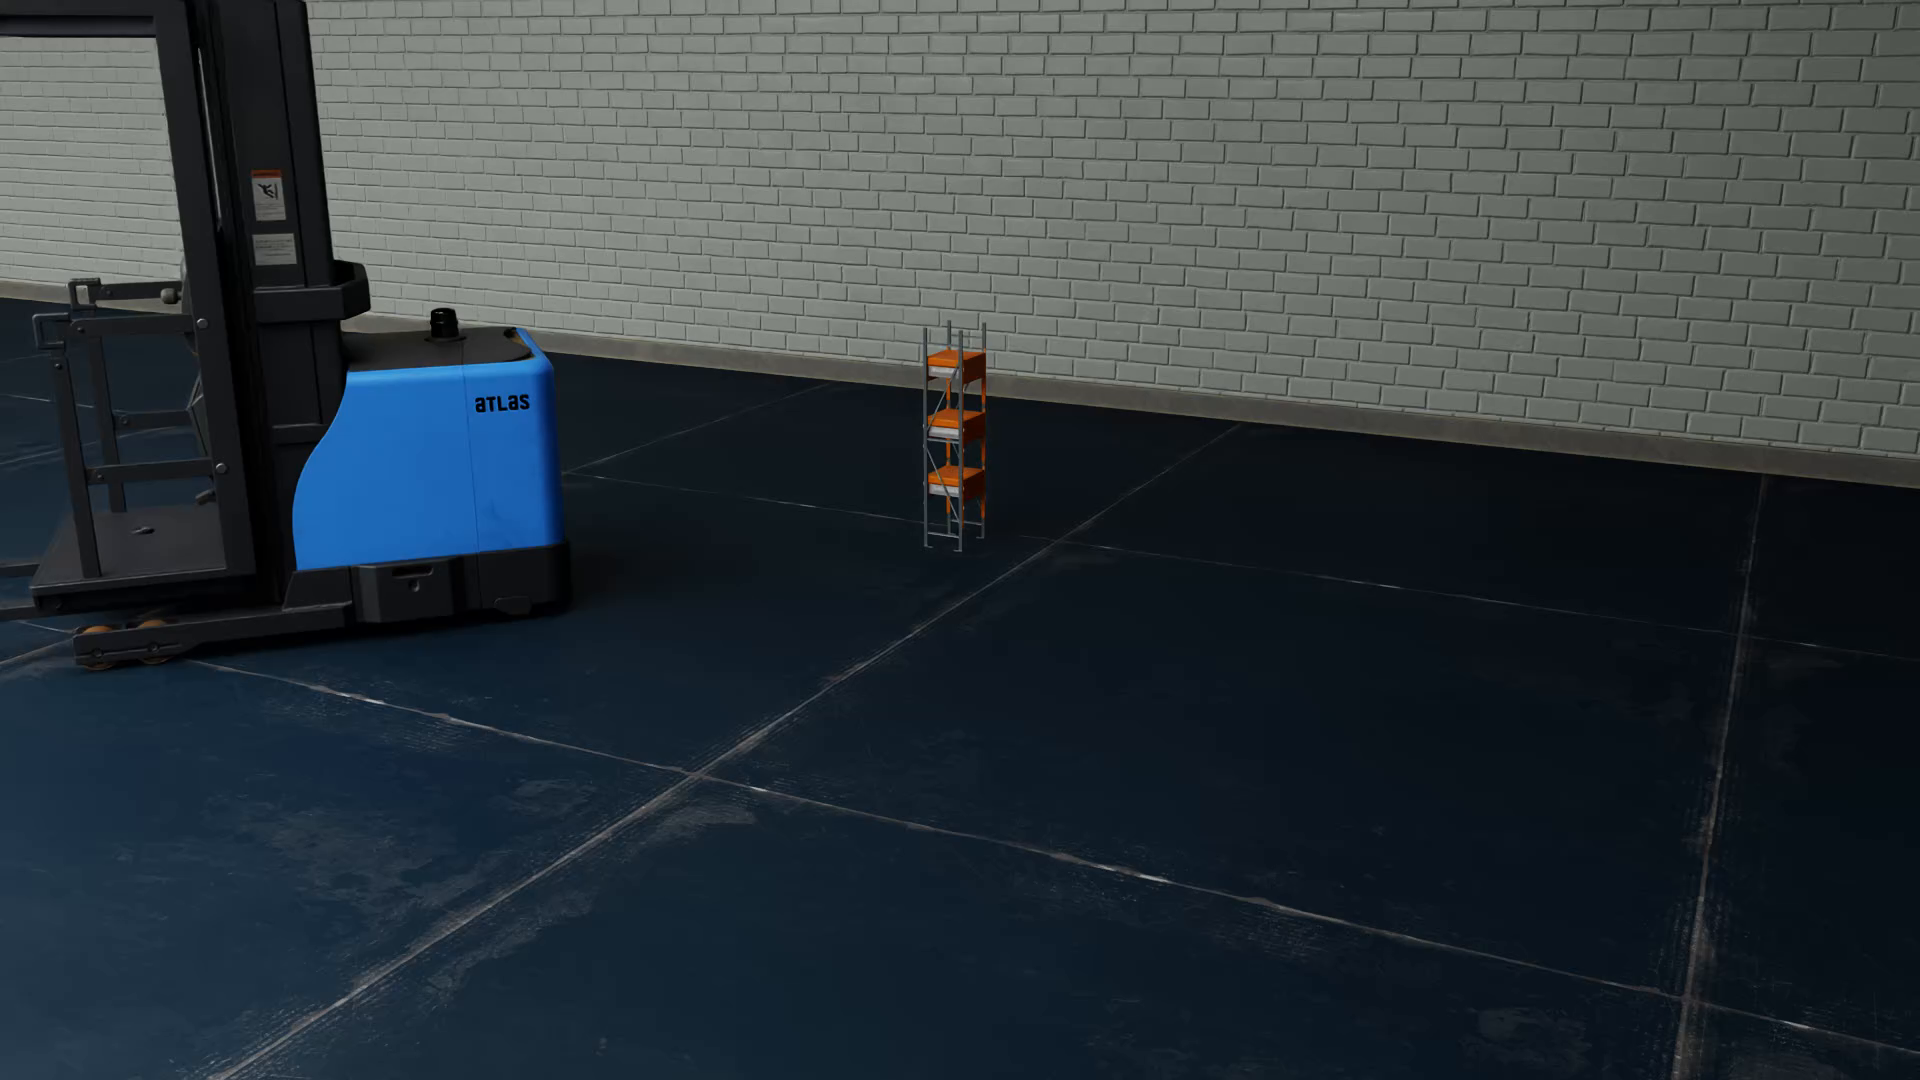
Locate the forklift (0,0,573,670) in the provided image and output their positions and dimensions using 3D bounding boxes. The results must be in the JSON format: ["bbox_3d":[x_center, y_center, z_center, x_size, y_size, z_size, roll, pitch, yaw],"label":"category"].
[{"bbox_3d":[-3.205,-1.077,6.503,3.031,2.935,1.130,-6,18,-20],"label":"forklift"}]

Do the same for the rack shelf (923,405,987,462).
[{"bbox_3d":[-0.024,-0.479,7.832,0.215,0.259,0.240,8,18,25],"label":"rack shelf"}]

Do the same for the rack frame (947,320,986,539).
[{"bbox_3d":[0.031,-0.521,7.934,0.200,1.050,0.008,8,18,25],"label":"rack frame"}]

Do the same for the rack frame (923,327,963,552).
[{"bbox_3d":[-0.078,-0.459,7.724,0.200,1.050,0.008,8,18,25],"label":"rack frame"}]

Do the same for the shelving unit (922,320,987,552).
[{"bbox_3d":[-0.024,-0.490,7.829,0.215,1.050,0.252,8,18,25],"label":"shelving unit"}]

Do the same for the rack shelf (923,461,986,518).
[{"bbox_3d":[-0.024,-0.213,7.911,0.215,0.259,0.240,8,18,25],"label":"rack shelf"}]

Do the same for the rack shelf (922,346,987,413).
[{"bbox_3d":[-0.024,-0.752,7.751,0.215,0.259,0.240,8,18,25],"label":"rack shelf"}]
